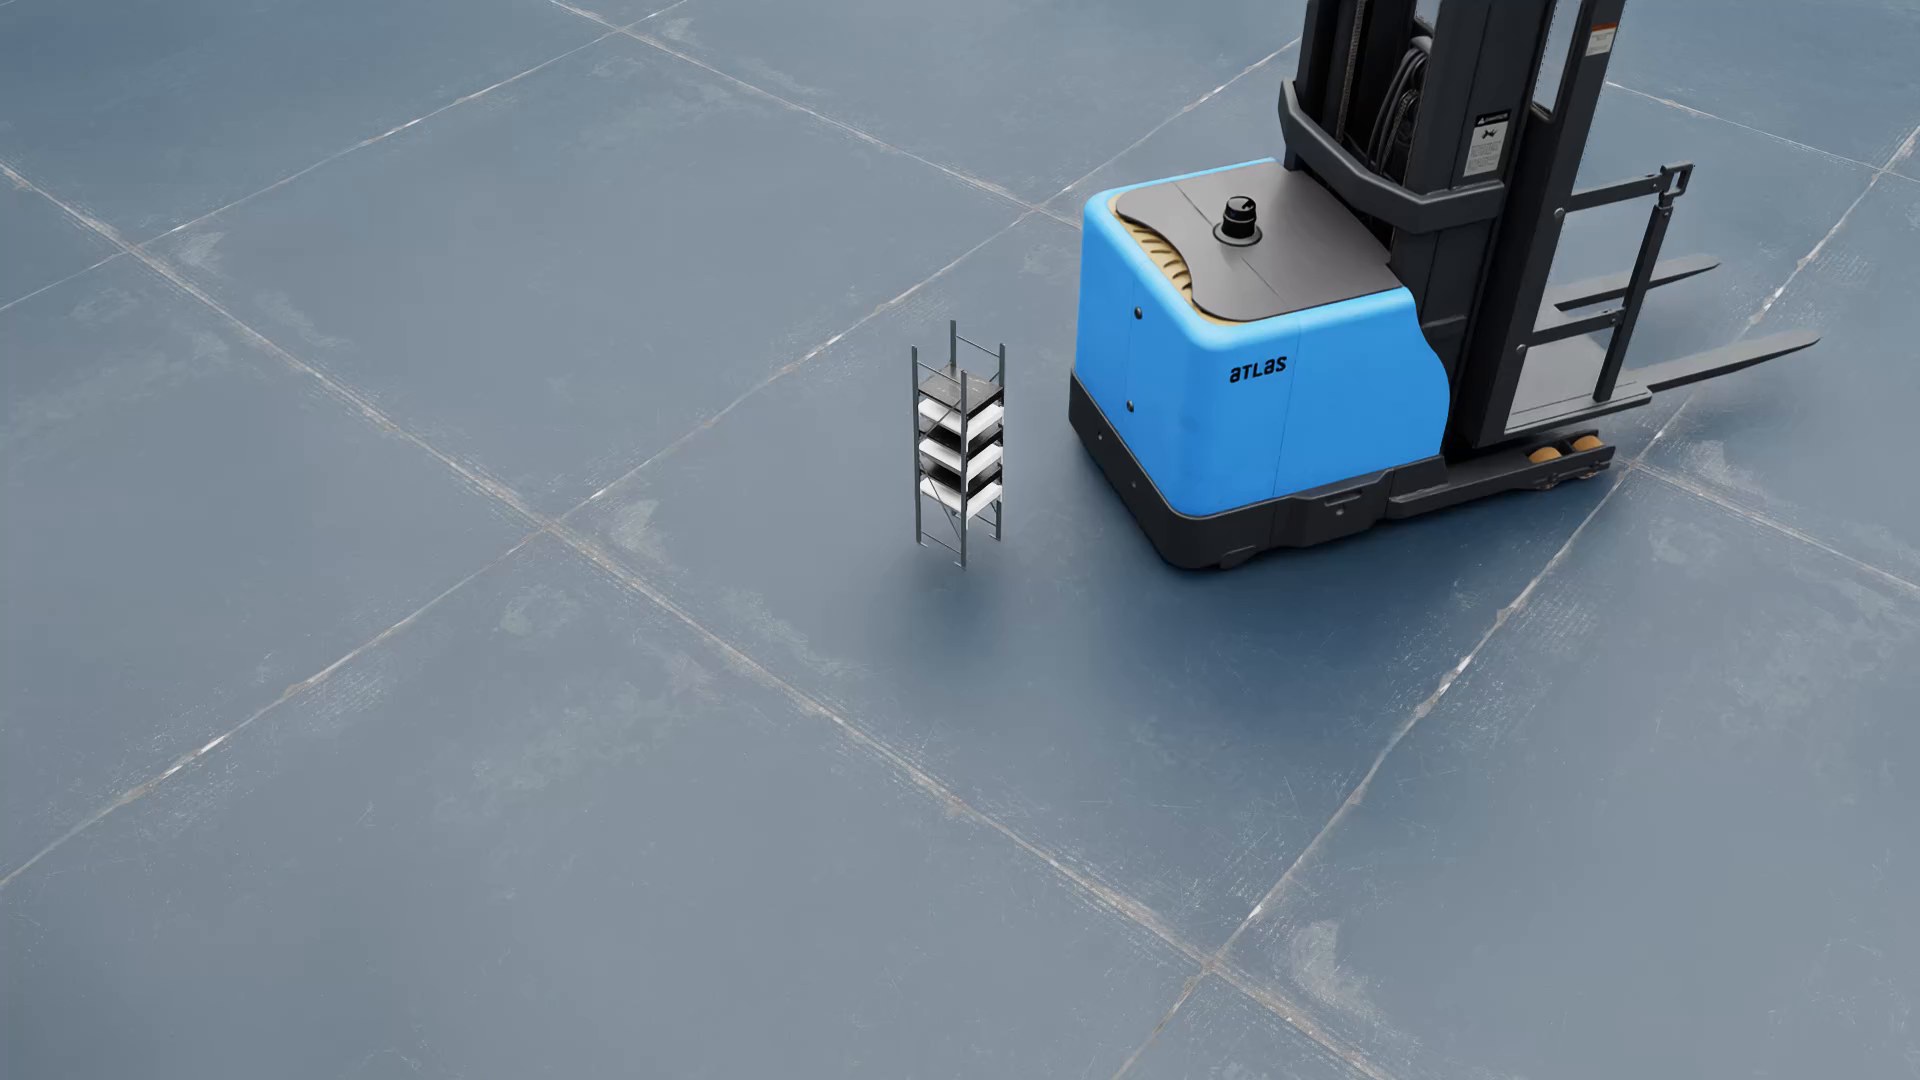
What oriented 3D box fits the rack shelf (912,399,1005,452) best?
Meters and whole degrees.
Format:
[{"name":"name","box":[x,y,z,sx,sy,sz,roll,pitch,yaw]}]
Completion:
[{"name":"rack shelf","box":[-0.005,-0.437,5.844,0.258,0.077,0.200,29,50,28]}]

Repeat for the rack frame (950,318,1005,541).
[{"name":"rack frame","box":[0.060,-0.381,6.000,0.240,0.900,0.006,29,50,28]}]

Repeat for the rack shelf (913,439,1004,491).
[{"name":"rack shelf","box":[-0.005,-0.304,5.965,0.258,0.077,0.200,29,50,28]}]

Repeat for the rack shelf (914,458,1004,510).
[{"name":"rack shelf","box":[-0.005,-0.238,6.026,0.258,0.077,0.200,29,50,28]}]

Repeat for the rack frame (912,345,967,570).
[{"name":"rack frame","box":[-0.071,-0.276,5.885,0.240,0.900,0.006,29,50,28]}]

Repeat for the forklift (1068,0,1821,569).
[{"name":"forklift","box":[2.007,-1.598,5.829,3.031,2.935,1.130,-14,44,-15]}]

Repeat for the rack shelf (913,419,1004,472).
[{"name":"rack shelf","box":[-0.005,-0.371,5.905,0.258,0.077,0.200,29,50,28]}]

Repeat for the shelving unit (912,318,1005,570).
[{"name":"shelving unit","box":[-0.005,-0.329,5.943,0.258,0.900,0.210,29,50,28]}]

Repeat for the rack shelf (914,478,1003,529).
[{"name":"rack shelf","box":[-0.005,-0.171,6.086,0.258,0.077,0.200,29,50,28]}]

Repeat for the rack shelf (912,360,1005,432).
[{"name":"rack shelf","box":[-0.005,-0.504,5.783,0.258,0.077,0.200,29,50,28]}]
